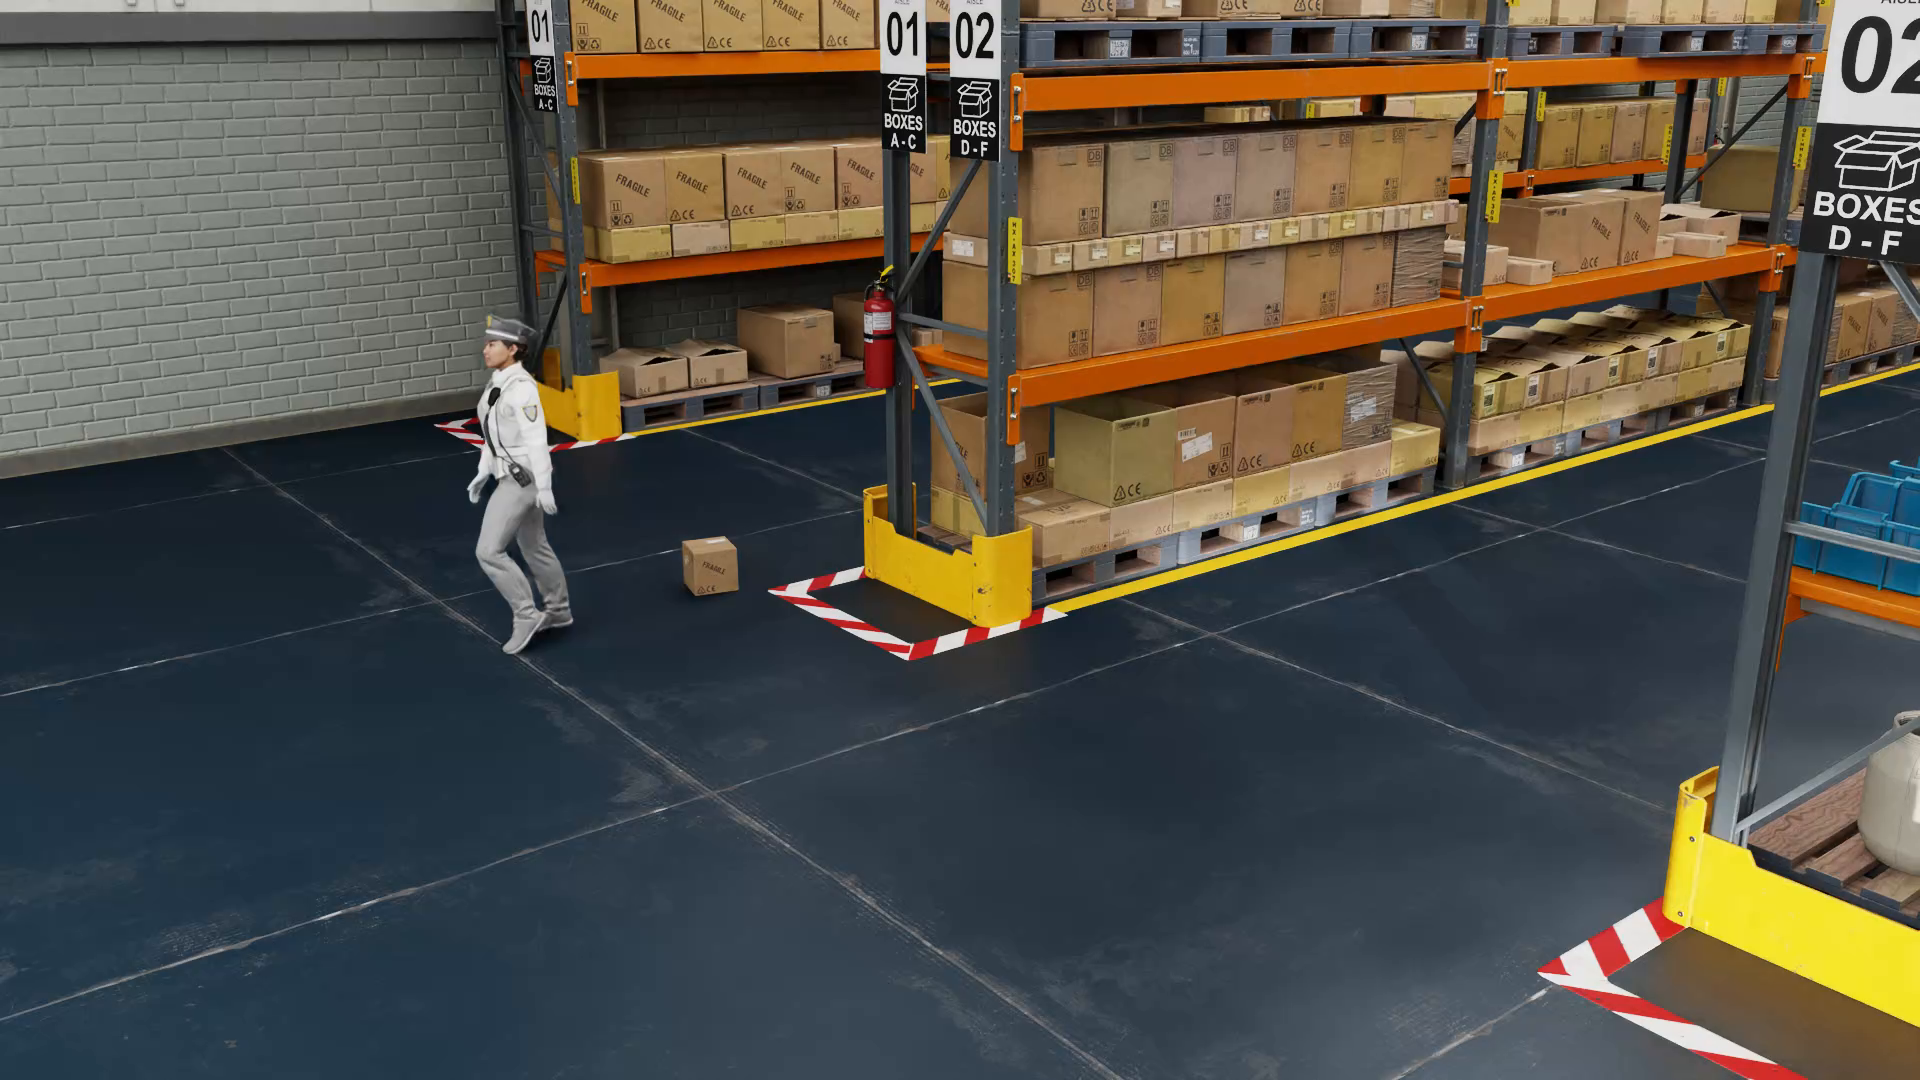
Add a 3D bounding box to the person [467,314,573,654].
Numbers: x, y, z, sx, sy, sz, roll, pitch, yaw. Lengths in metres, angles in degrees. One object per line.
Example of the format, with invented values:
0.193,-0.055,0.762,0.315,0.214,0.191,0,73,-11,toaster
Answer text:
-2.236,-0.280,8.373,0.478,1.731,0.487,-7,19,-20,person
